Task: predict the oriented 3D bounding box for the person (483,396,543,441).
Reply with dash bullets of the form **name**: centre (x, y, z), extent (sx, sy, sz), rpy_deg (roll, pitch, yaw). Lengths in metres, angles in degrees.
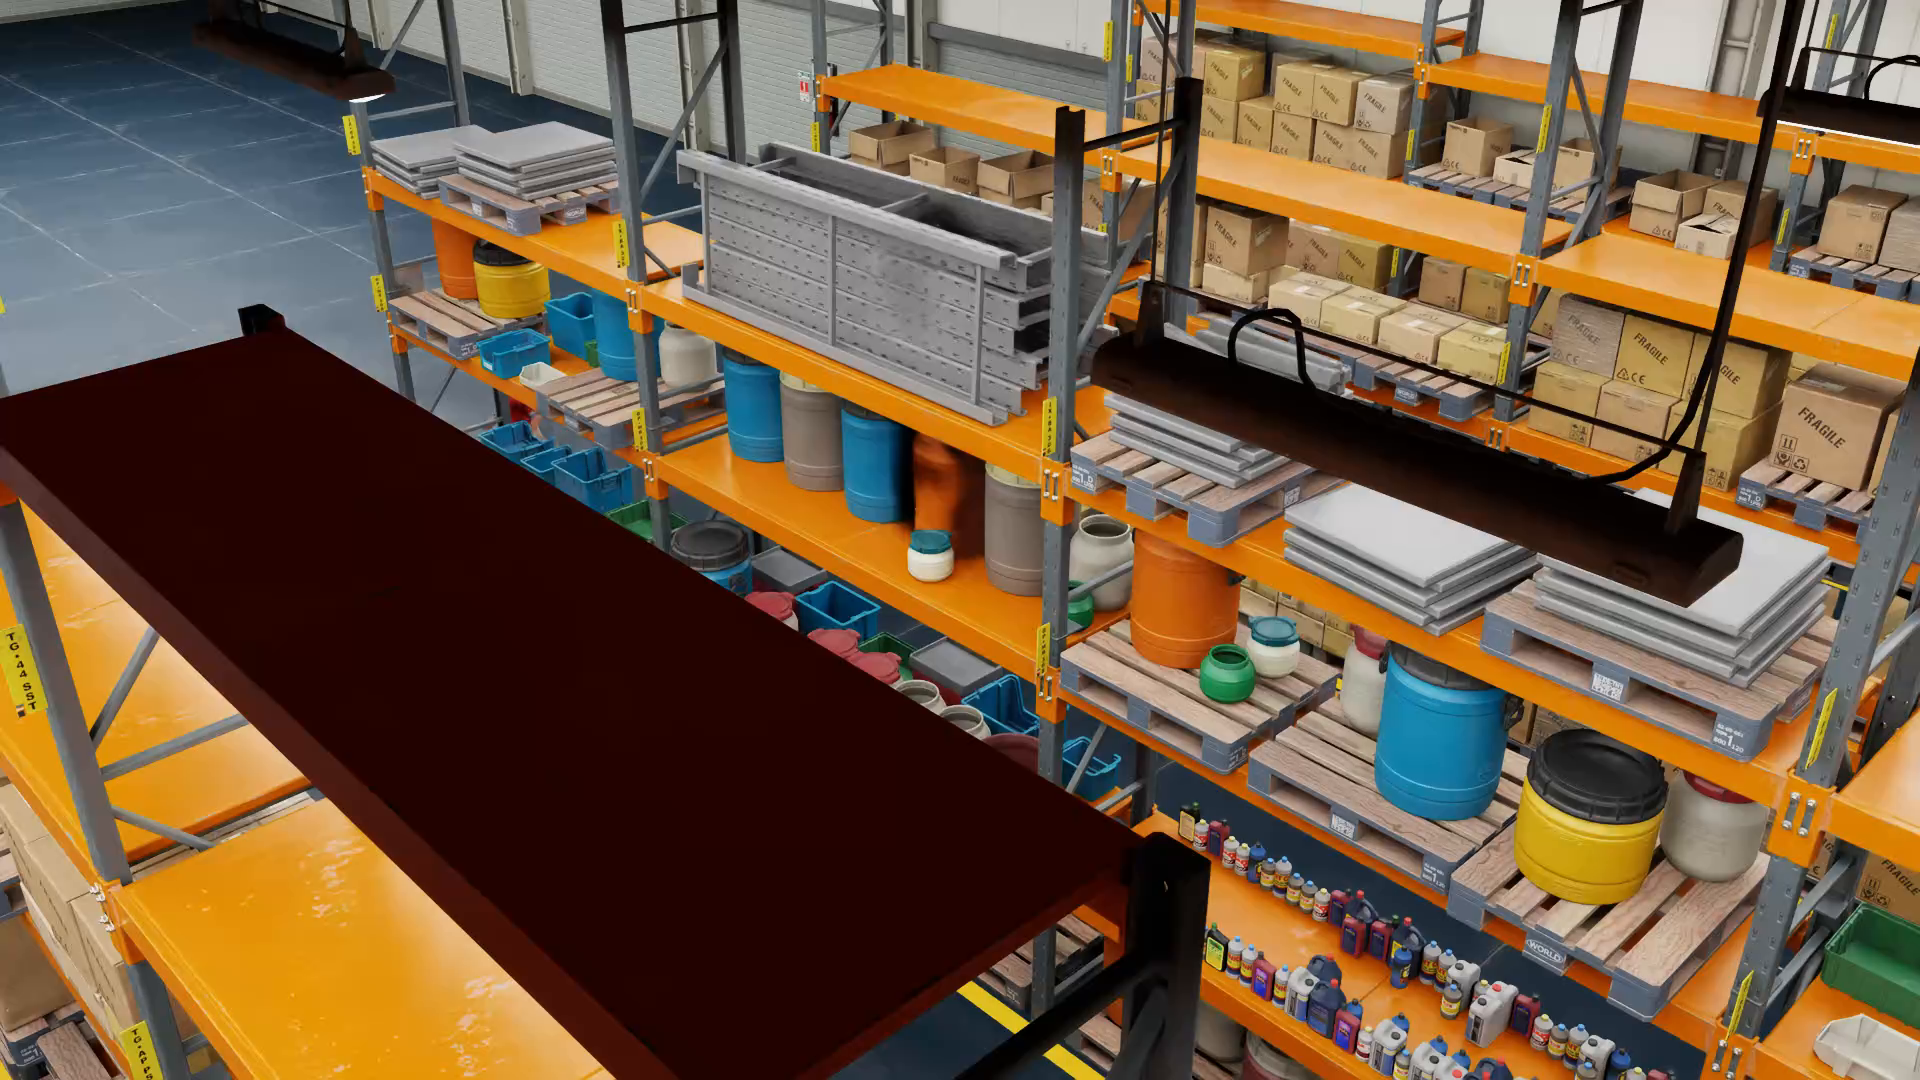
- **person**: centre (-4.417, -1.064, 17.080), extent (0.905, 1.693, 0.651), rpy_deg (-13, 31, -23)
